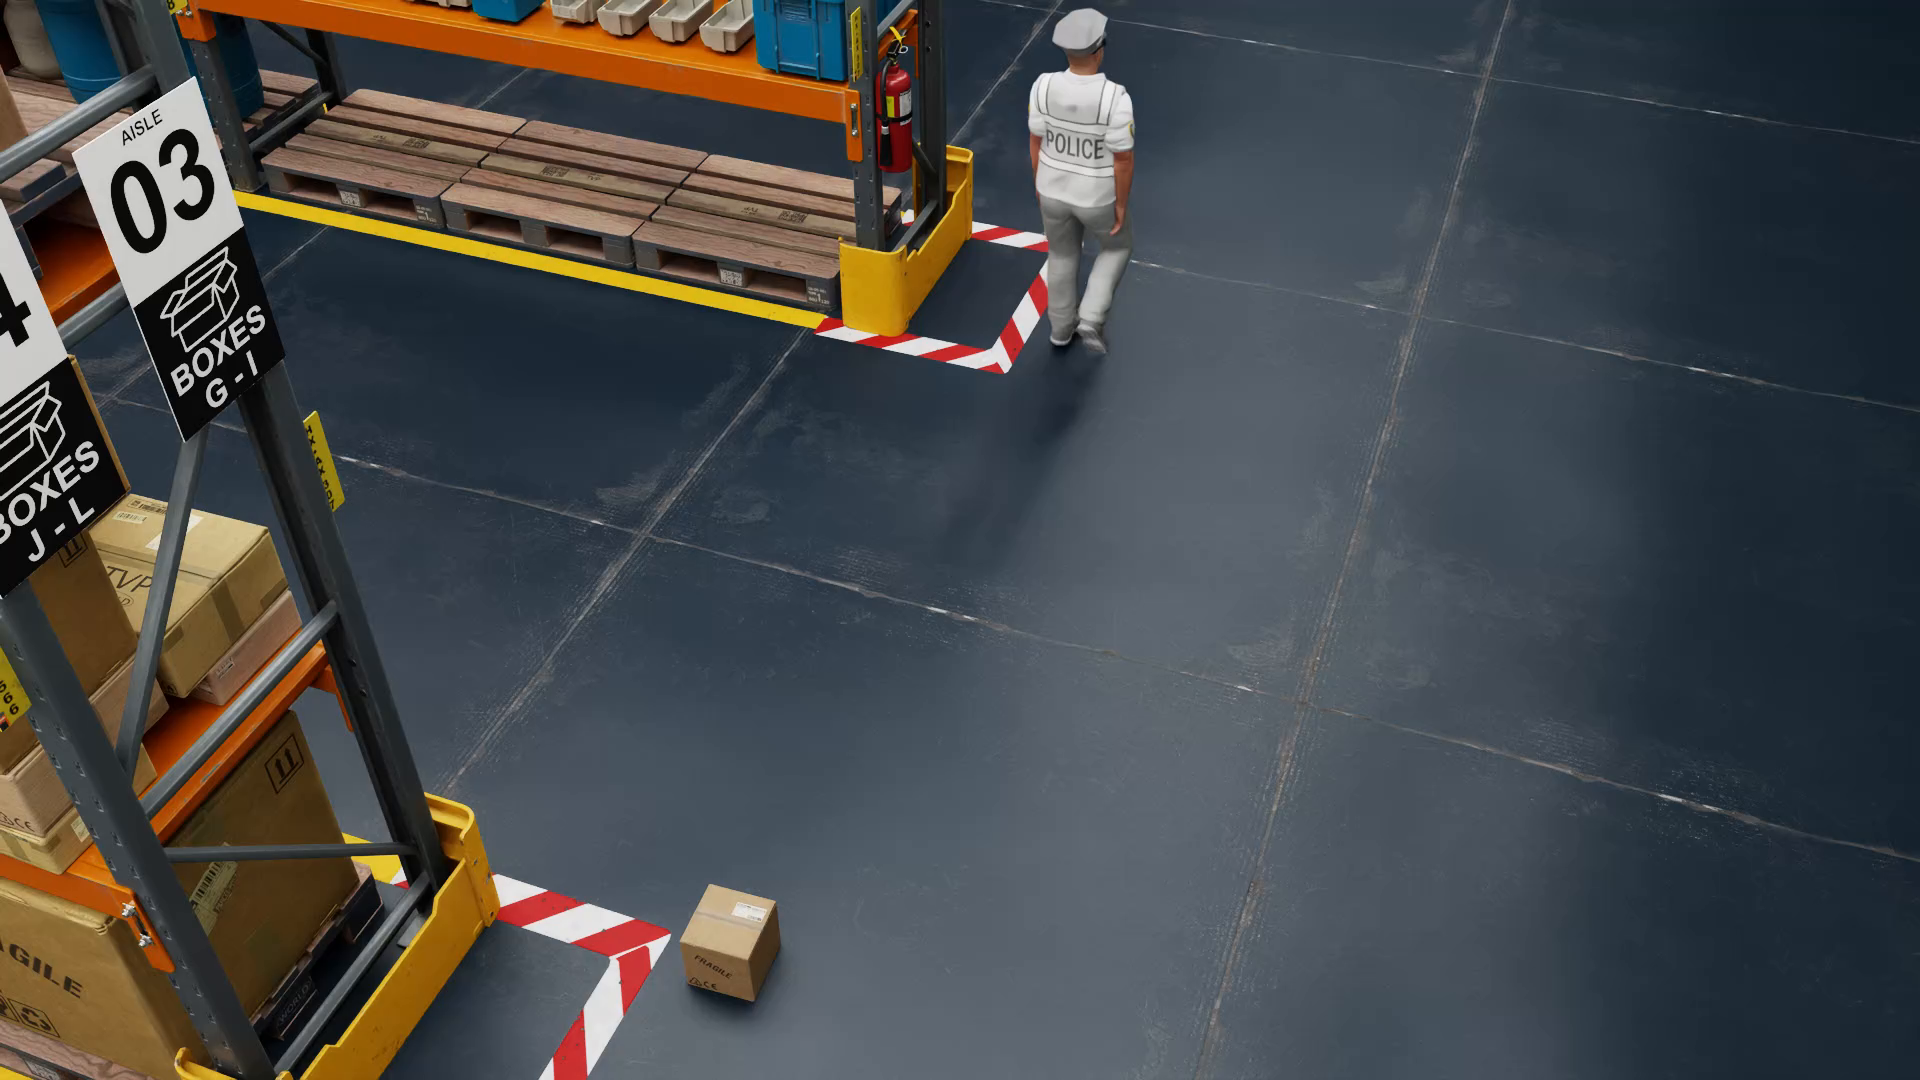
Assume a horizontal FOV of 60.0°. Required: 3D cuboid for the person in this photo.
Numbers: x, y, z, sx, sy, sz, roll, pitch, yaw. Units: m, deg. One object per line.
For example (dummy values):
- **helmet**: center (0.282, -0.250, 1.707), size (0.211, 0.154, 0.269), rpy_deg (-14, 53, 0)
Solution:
- **person**: center (0.590, -1.700, 8.053), size (0.534, 1.777, 0.487), rpy_deg (14, 43, 16)
